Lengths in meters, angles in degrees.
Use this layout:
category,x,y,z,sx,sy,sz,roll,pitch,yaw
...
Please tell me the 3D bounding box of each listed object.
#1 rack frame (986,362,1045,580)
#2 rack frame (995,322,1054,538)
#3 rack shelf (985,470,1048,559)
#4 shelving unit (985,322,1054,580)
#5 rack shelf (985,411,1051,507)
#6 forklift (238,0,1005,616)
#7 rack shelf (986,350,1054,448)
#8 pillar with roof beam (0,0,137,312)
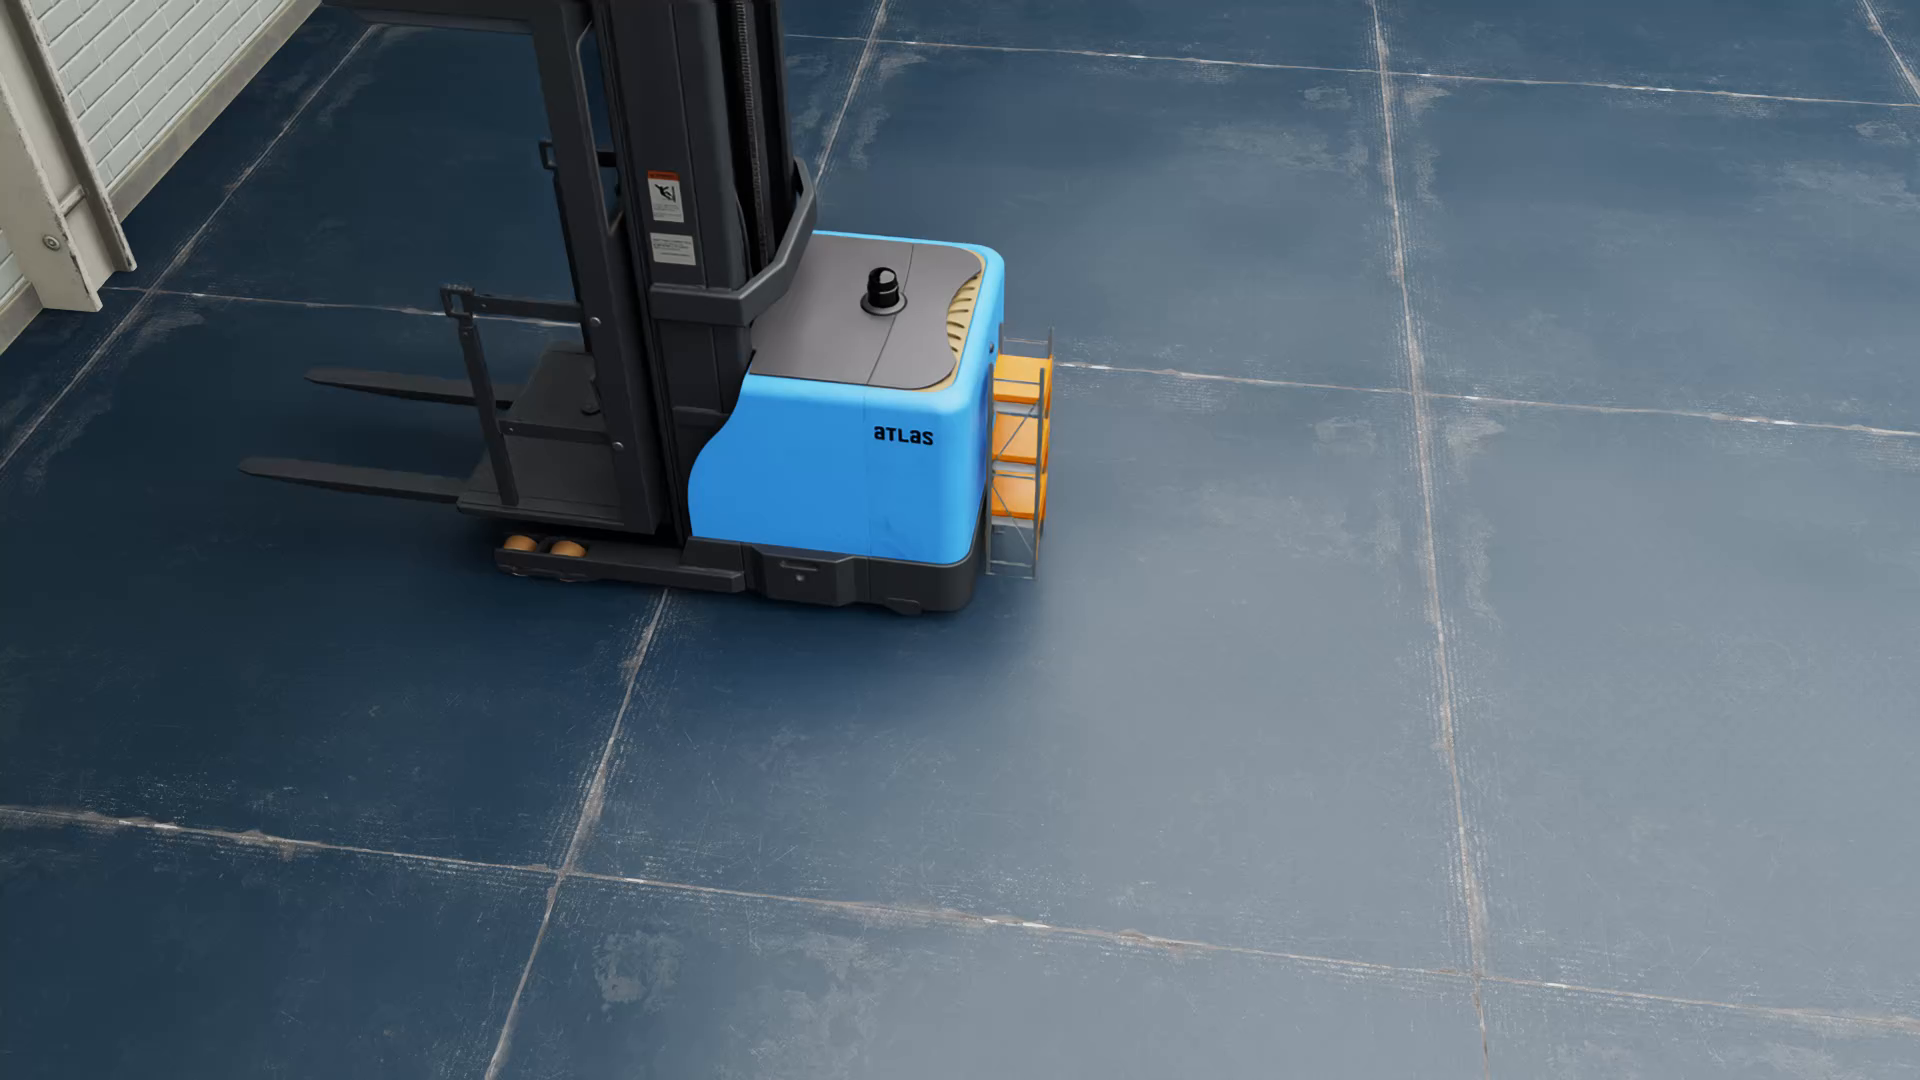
category,x,y,z,sx,sy,sz,roll,pitch,yaw
rack frame,0.201,-0.235,6.235,0.200,1.050,0.008,6,44,7
rack frame,0.241,-0.401,6.410,0.200,1.050,0.008,6,44,7
rack shelf,0.221,-0.108,6.521,0.215,0.259,0.240,6,44,7
shelving unit,0.221,-0.318,6.322,0.215,1.050,0.252,6,44,7
rack shelf,0.221,-0.310,6.330,0.215,0.259,0.240,6,44,7
forklift,-1.380,-1.250,5.938,3.031,2.935,1.130,6,44,7
rack shelf,0.221,-0.516,6.134,0.215,0.259,0.240,6,44,7
pillar with roof beam,0.046,-4.107,4.543,9.100,9.000,0.400,5,44,6
